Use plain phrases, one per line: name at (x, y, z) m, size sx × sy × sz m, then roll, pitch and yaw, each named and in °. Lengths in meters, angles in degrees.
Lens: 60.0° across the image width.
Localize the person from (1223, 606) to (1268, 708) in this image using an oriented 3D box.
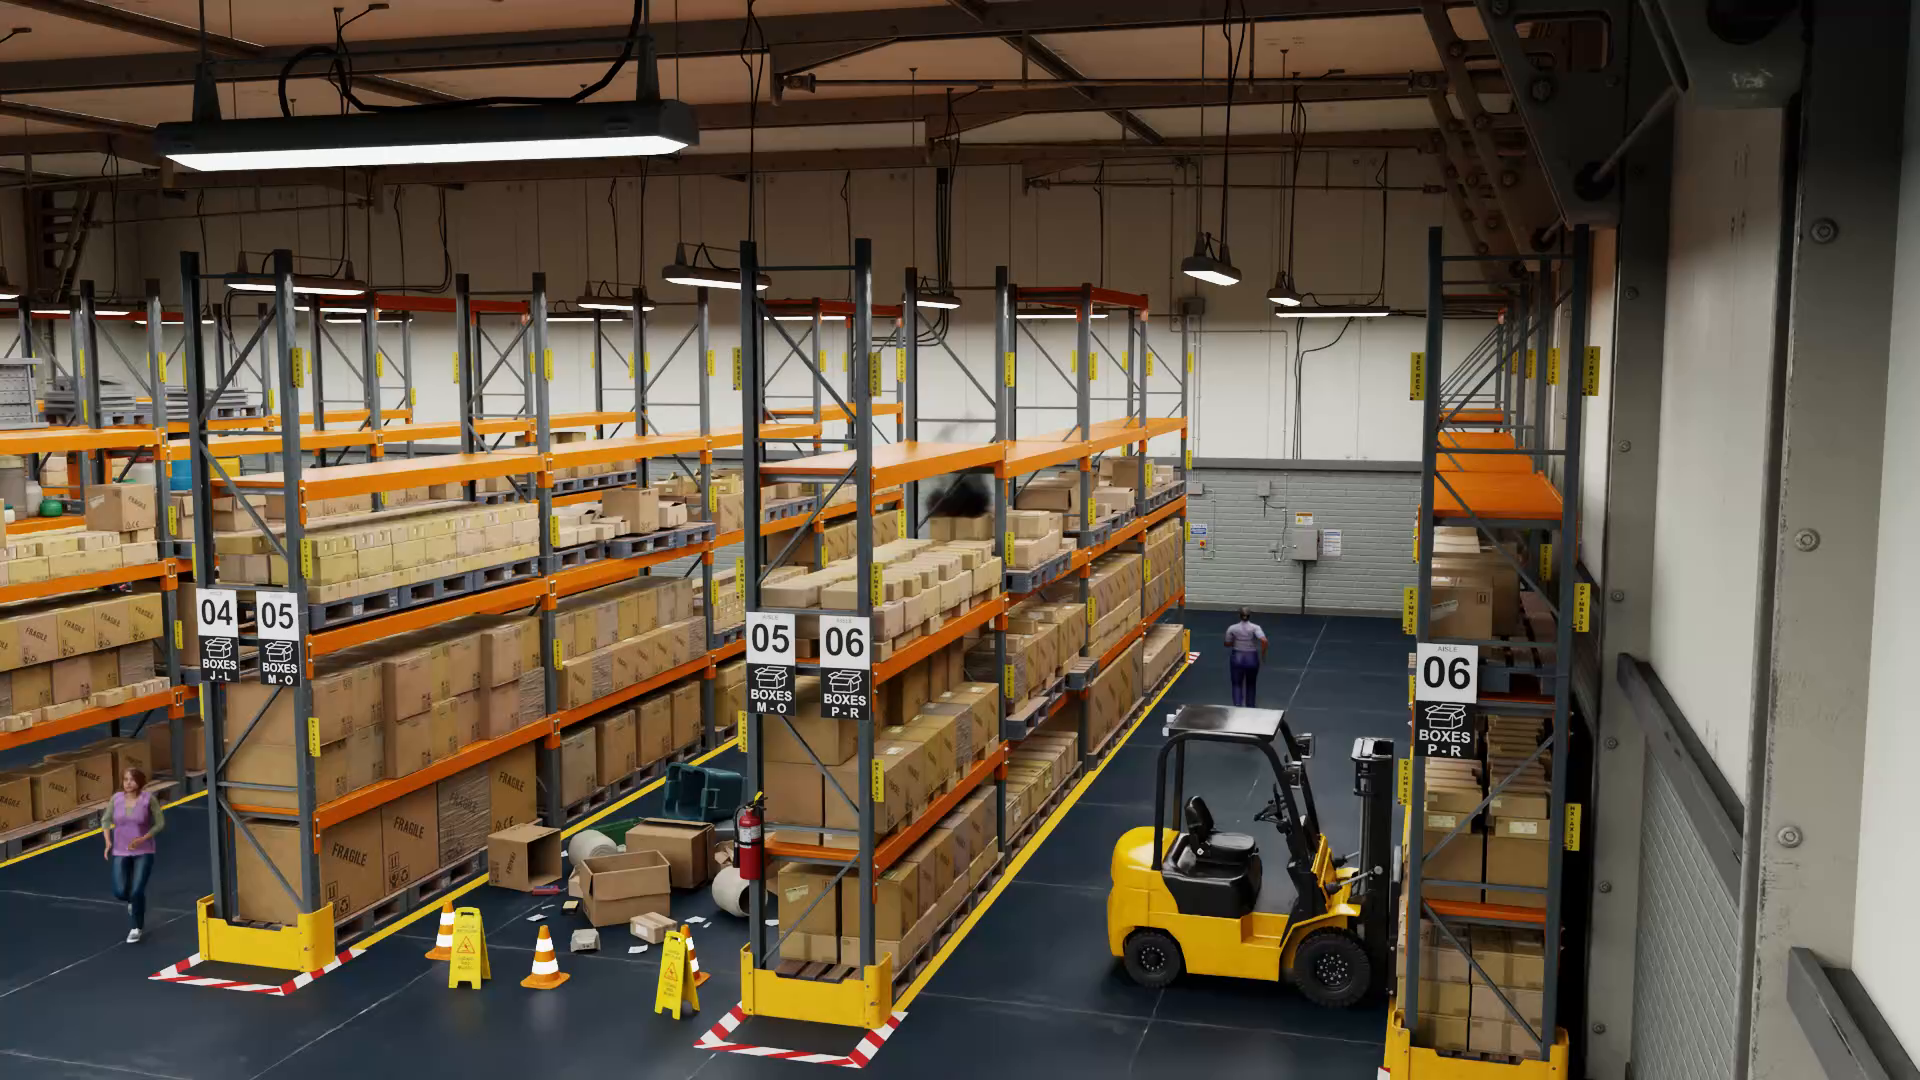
person at (3.958, 1.758, 23.125) m, size 0.590 × 1.691 × 0.844 m, roll 0°, pitch 6°, yaw 4°

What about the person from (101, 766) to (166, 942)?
person at (-7.304, 2.770, 14.699) m, size 0.544 × 1.526 × 0.527 m, roll -2°, pitch 7°, yaw -16°
